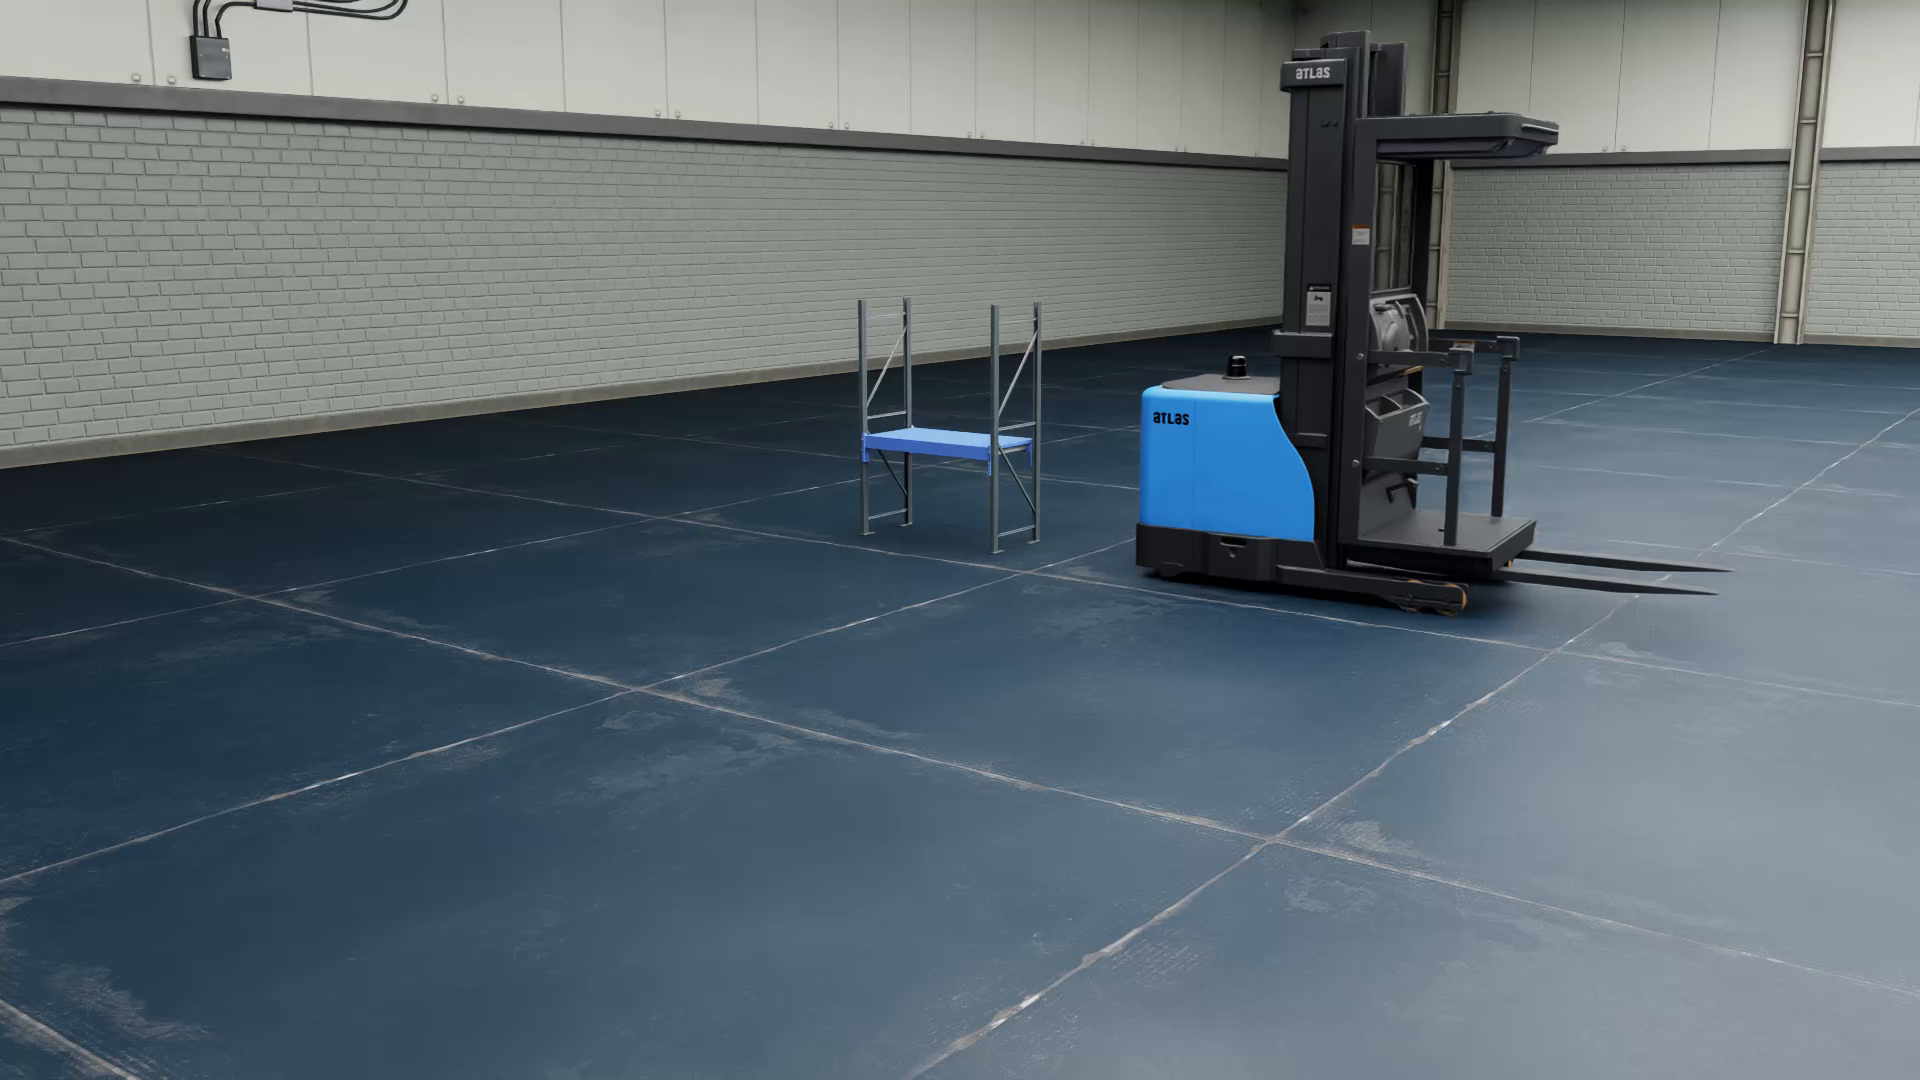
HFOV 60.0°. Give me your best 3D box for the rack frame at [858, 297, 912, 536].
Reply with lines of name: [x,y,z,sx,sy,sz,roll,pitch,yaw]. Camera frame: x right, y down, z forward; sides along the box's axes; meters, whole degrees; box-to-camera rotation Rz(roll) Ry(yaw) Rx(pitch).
rack frame: [-0.478,-0.803,10.732,0.032,1.500,0.500,8,13,36]

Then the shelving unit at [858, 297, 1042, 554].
shelving unit: [-0.069,-0.746,10.437,1.048,1.500,0.538,8,13,36]

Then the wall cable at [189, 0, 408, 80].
wall cable: [-5.933,-7.134,14.759,0.169,6.003,2.305,8,13,36]

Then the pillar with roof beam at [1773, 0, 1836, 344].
pillar with roof beam: [10.960,-6.968,22.854,0.400,9.000,9.100,8,13,36]

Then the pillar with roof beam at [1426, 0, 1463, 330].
pillar with roof beam: [6.124,-7.642,26.341,0.400,9.000,9.100,8,13,36]

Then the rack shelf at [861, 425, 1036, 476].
rack shelf: [-0.069,-0.569,10.471,1.000,0.185,0.538,8,13,36]

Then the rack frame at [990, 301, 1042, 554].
rack frame: [0.341,-0.689,10.141,0.032,1.500,0.500,8,13,36]

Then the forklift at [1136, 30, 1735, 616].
forklift: [2.527,-1.164,8.828,3.031,2.935,1.130,6,13,30]
